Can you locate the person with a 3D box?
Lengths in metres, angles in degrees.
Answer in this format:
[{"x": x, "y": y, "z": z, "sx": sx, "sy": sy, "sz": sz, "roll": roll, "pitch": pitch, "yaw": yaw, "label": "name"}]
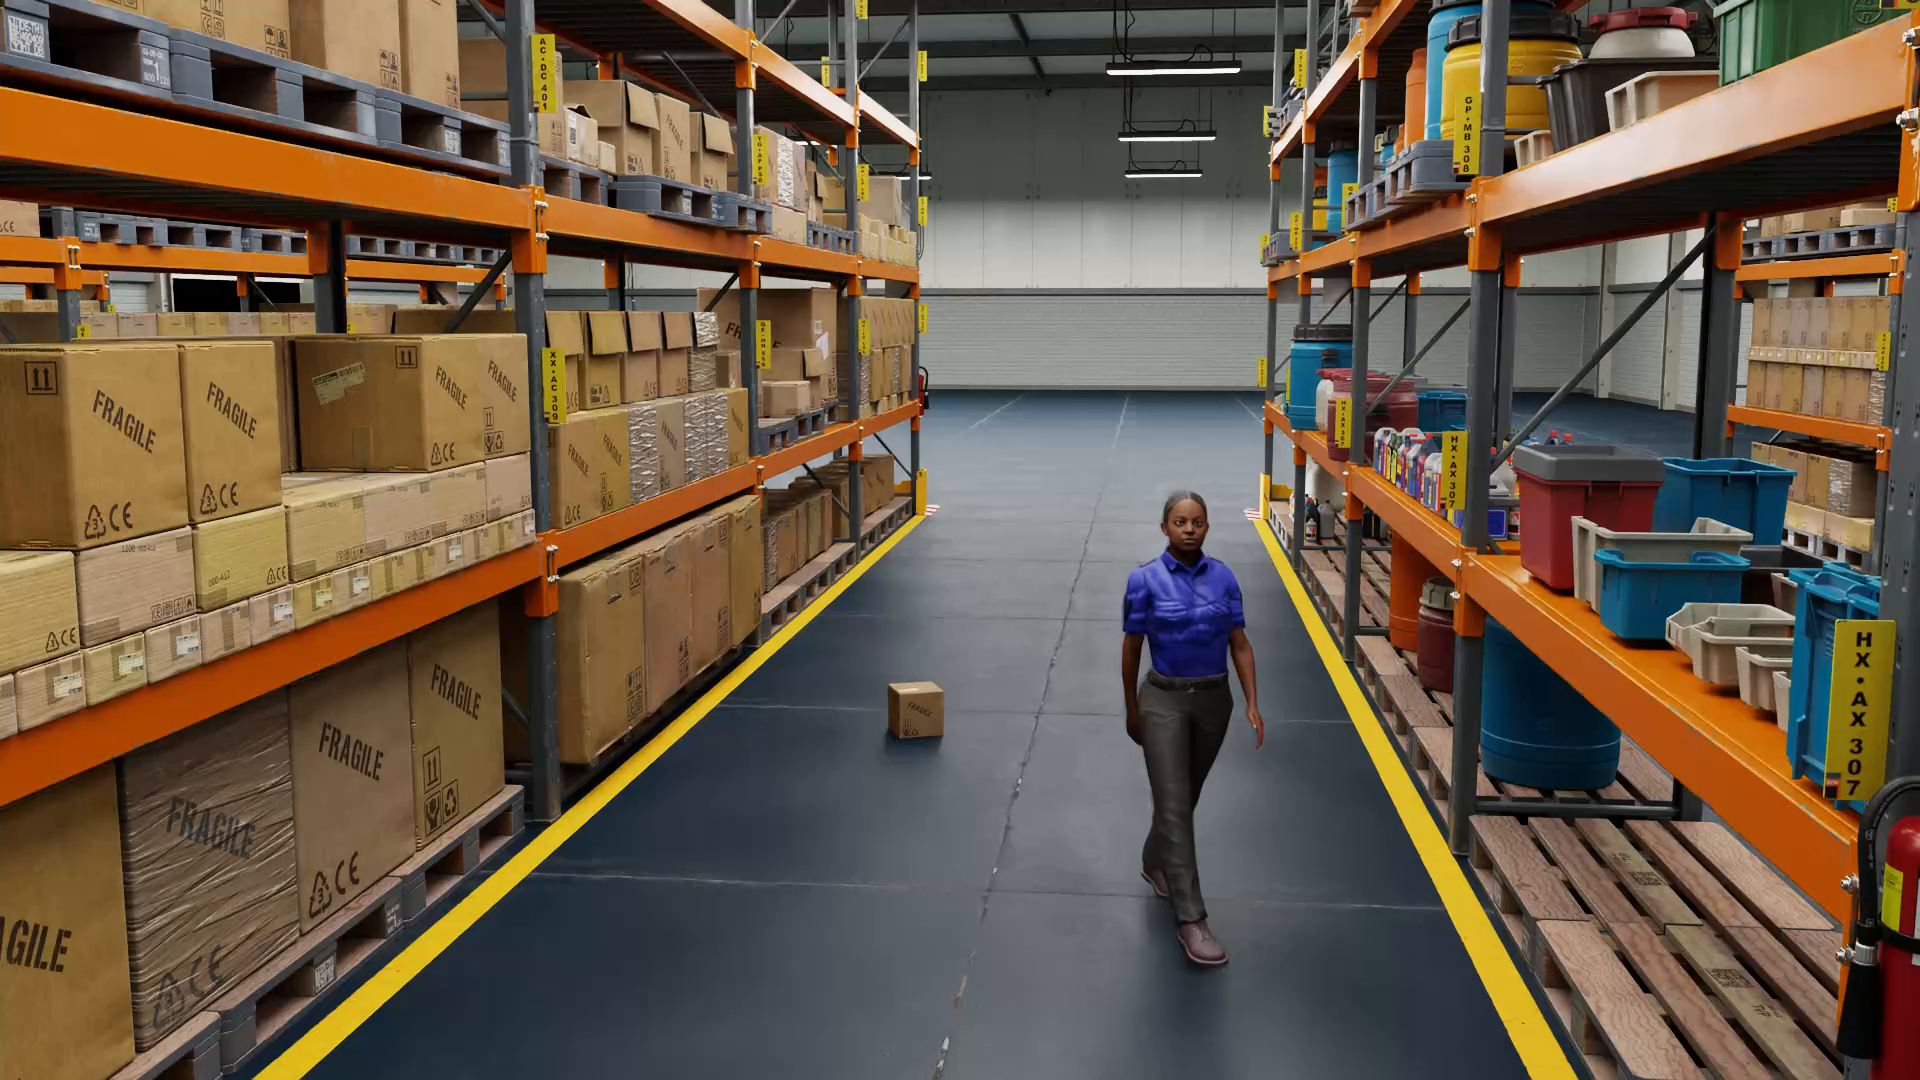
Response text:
[{"x": 0.871, "y": 0.627, "z": 6.090, "sx": 0.450, "sy": 1.600, "sz": 0.968, "roll": -2, "pitch": 8, "yaw": -17, "label": "person"}]
